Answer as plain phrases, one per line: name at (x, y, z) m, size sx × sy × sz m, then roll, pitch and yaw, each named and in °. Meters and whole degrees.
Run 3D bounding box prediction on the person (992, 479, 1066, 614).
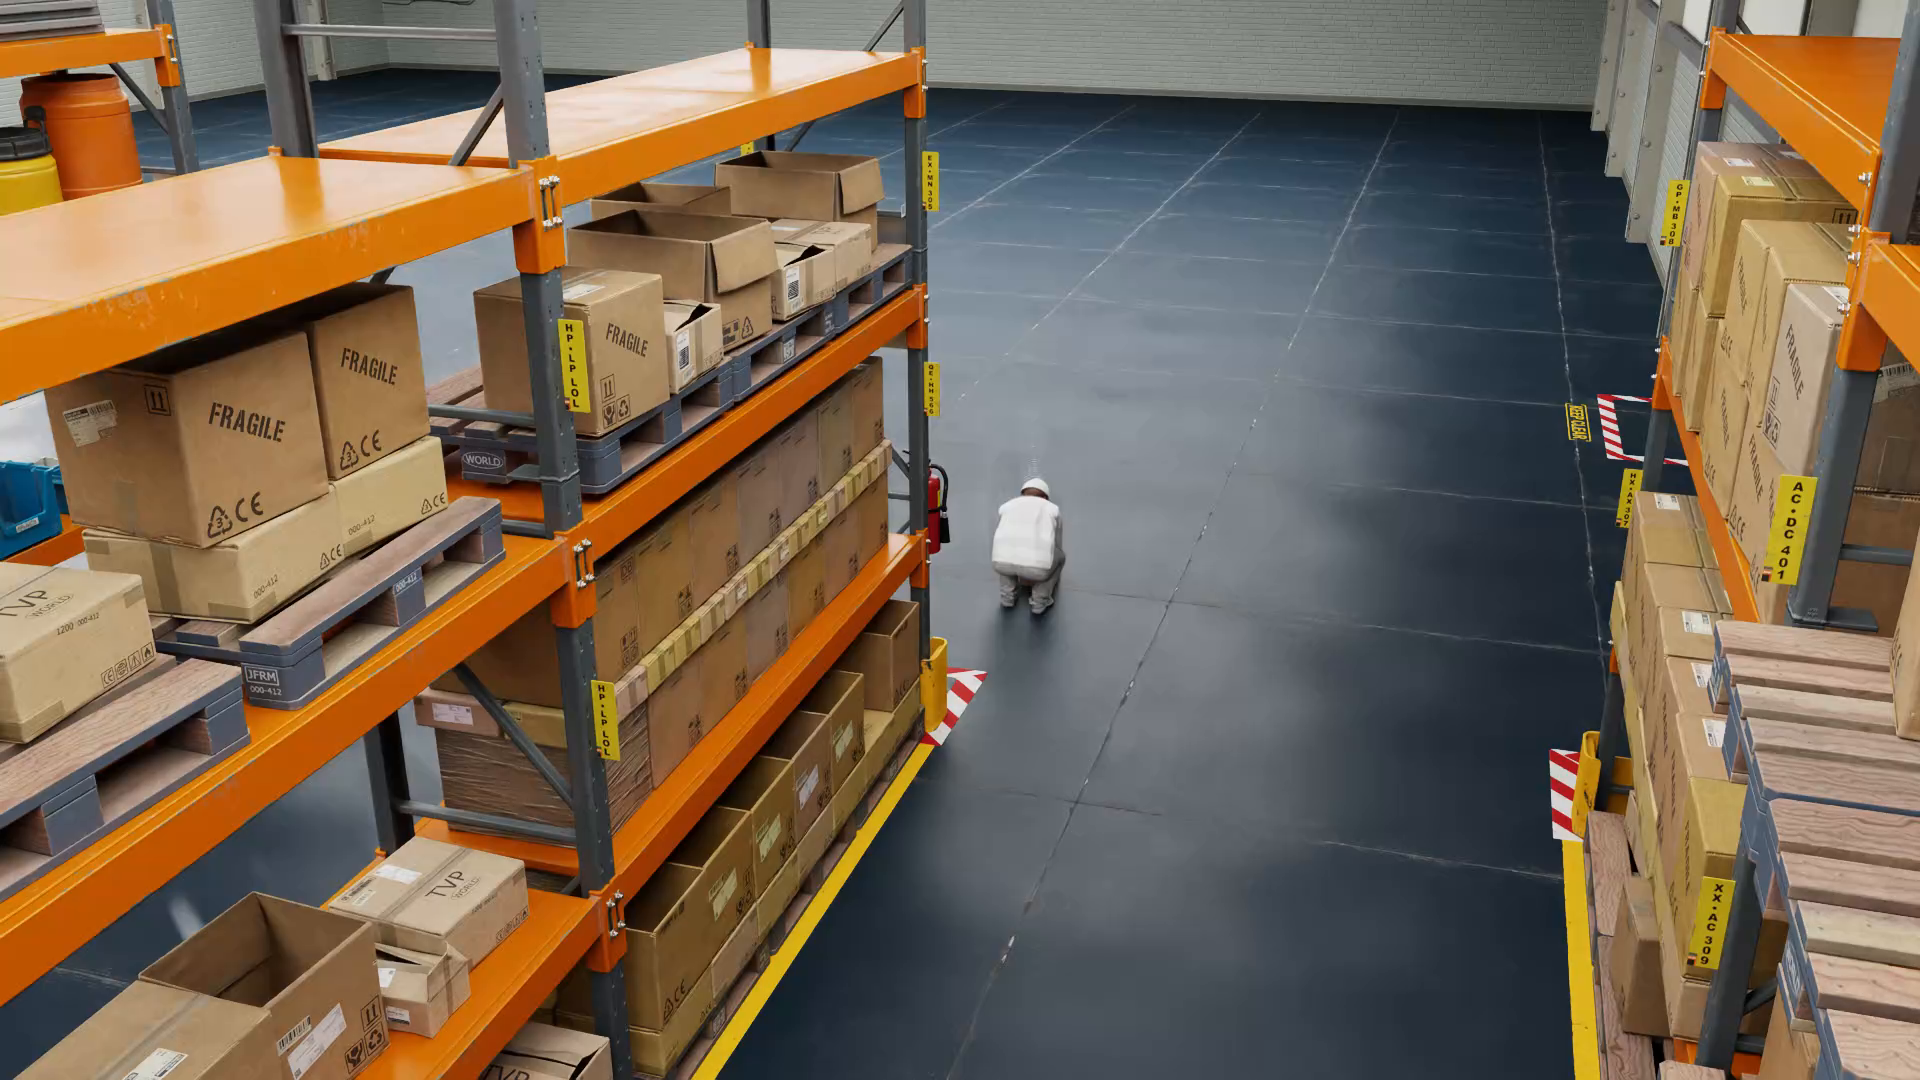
person at (0.515, 0.085, 12.283) m, size 0.517 × 0.867 × 0.957 m, roll 6°, pitch 23°, yaw 15°
